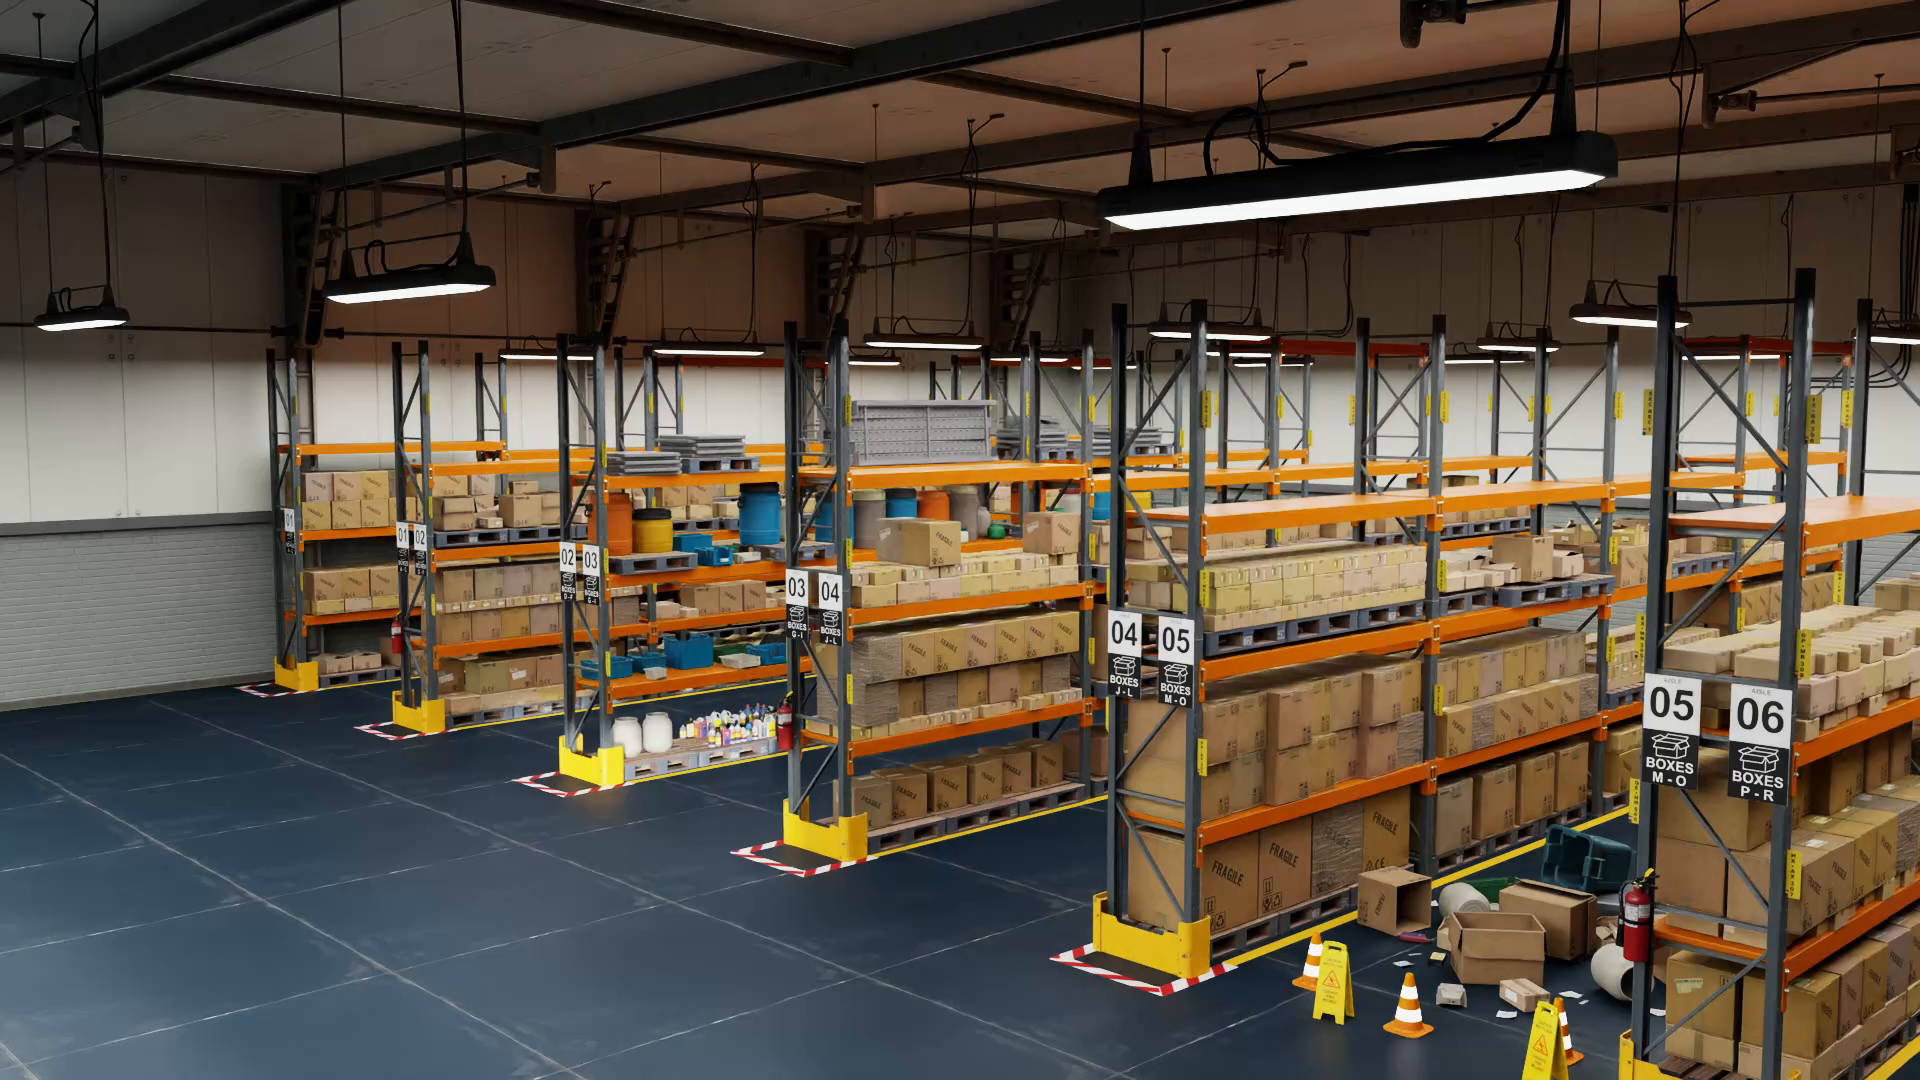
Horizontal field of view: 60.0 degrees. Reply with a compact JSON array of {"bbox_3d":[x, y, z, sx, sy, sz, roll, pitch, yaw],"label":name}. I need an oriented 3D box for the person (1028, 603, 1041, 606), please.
[{"bbox_3d":[1.451,1.479,33.470,0.992,1.537,0.418,-5,7,-43],"label":"person"}]
